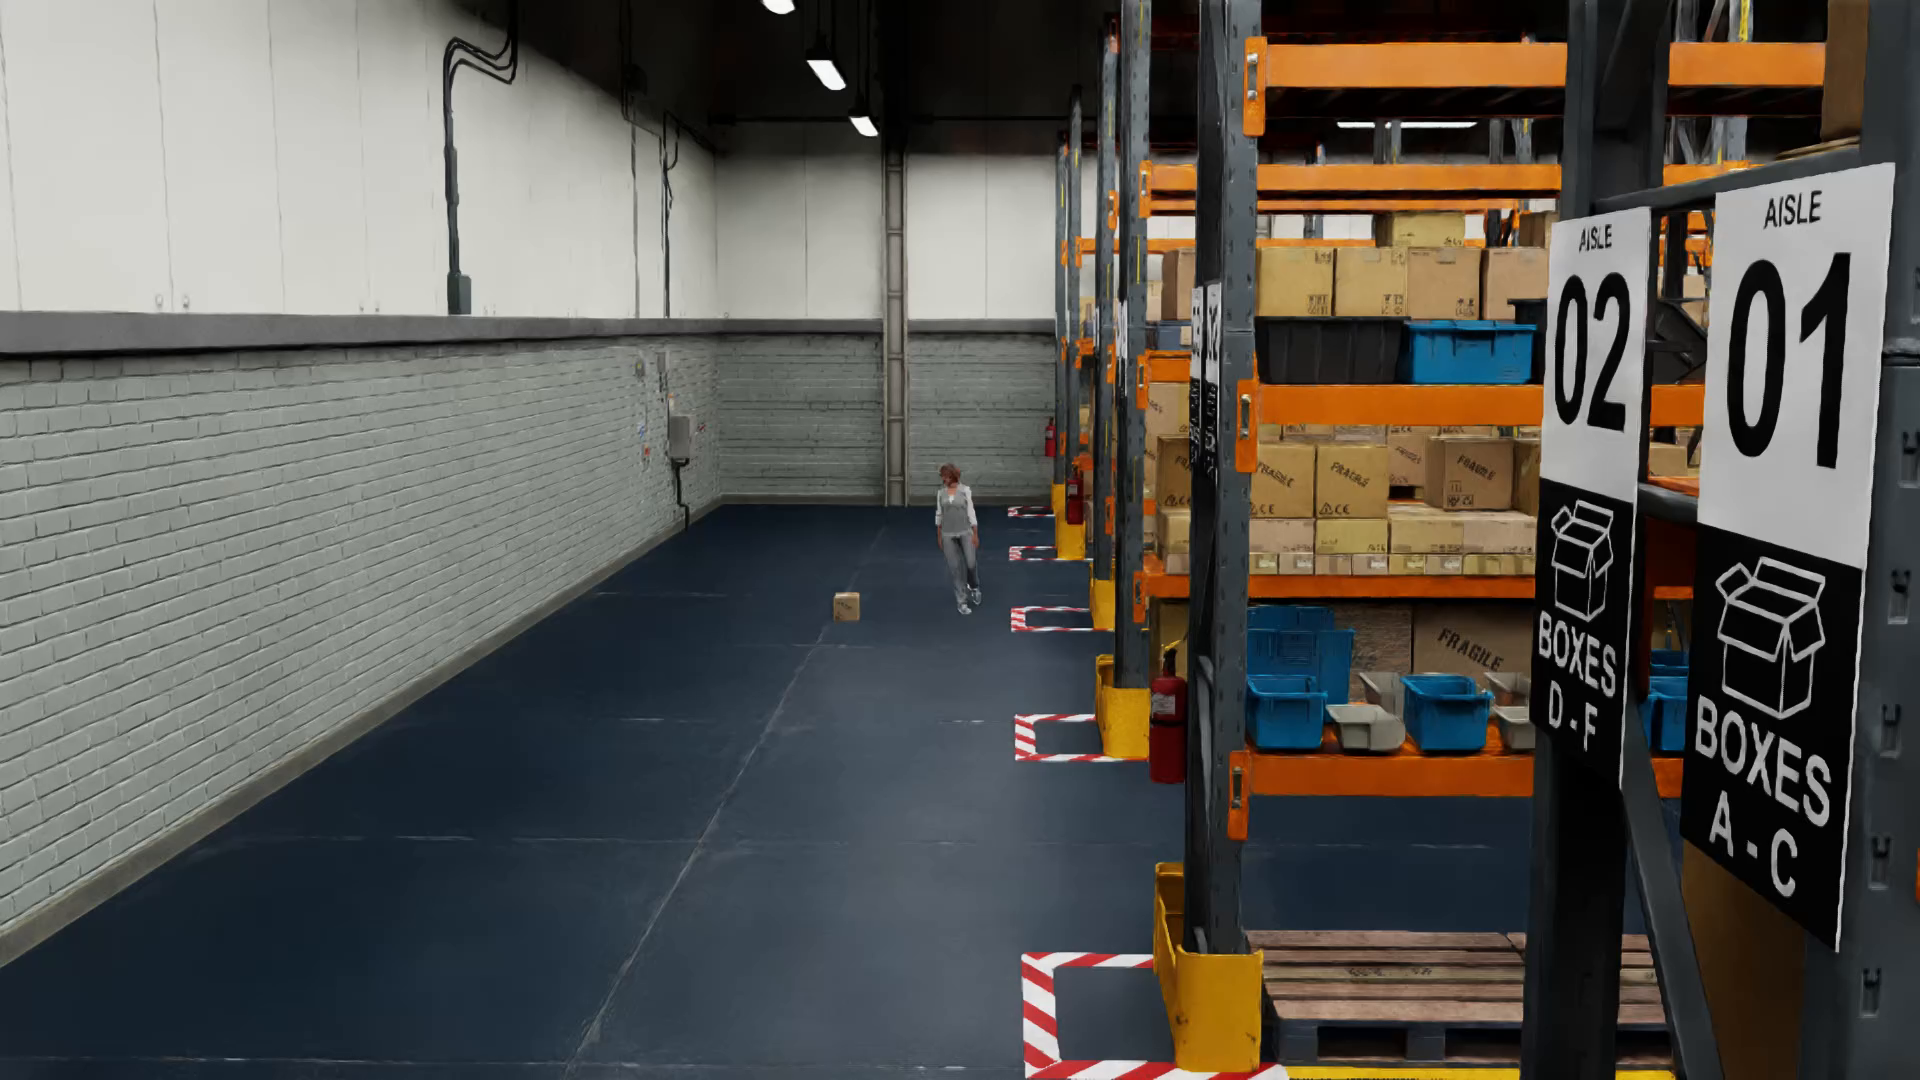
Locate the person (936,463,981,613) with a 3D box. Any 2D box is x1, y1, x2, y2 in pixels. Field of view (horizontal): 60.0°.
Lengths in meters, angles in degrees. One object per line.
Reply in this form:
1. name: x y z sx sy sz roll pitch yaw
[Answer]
1. person: -0.023 -0.024 17.632 0.483 1.574 0.480 1 7 5
